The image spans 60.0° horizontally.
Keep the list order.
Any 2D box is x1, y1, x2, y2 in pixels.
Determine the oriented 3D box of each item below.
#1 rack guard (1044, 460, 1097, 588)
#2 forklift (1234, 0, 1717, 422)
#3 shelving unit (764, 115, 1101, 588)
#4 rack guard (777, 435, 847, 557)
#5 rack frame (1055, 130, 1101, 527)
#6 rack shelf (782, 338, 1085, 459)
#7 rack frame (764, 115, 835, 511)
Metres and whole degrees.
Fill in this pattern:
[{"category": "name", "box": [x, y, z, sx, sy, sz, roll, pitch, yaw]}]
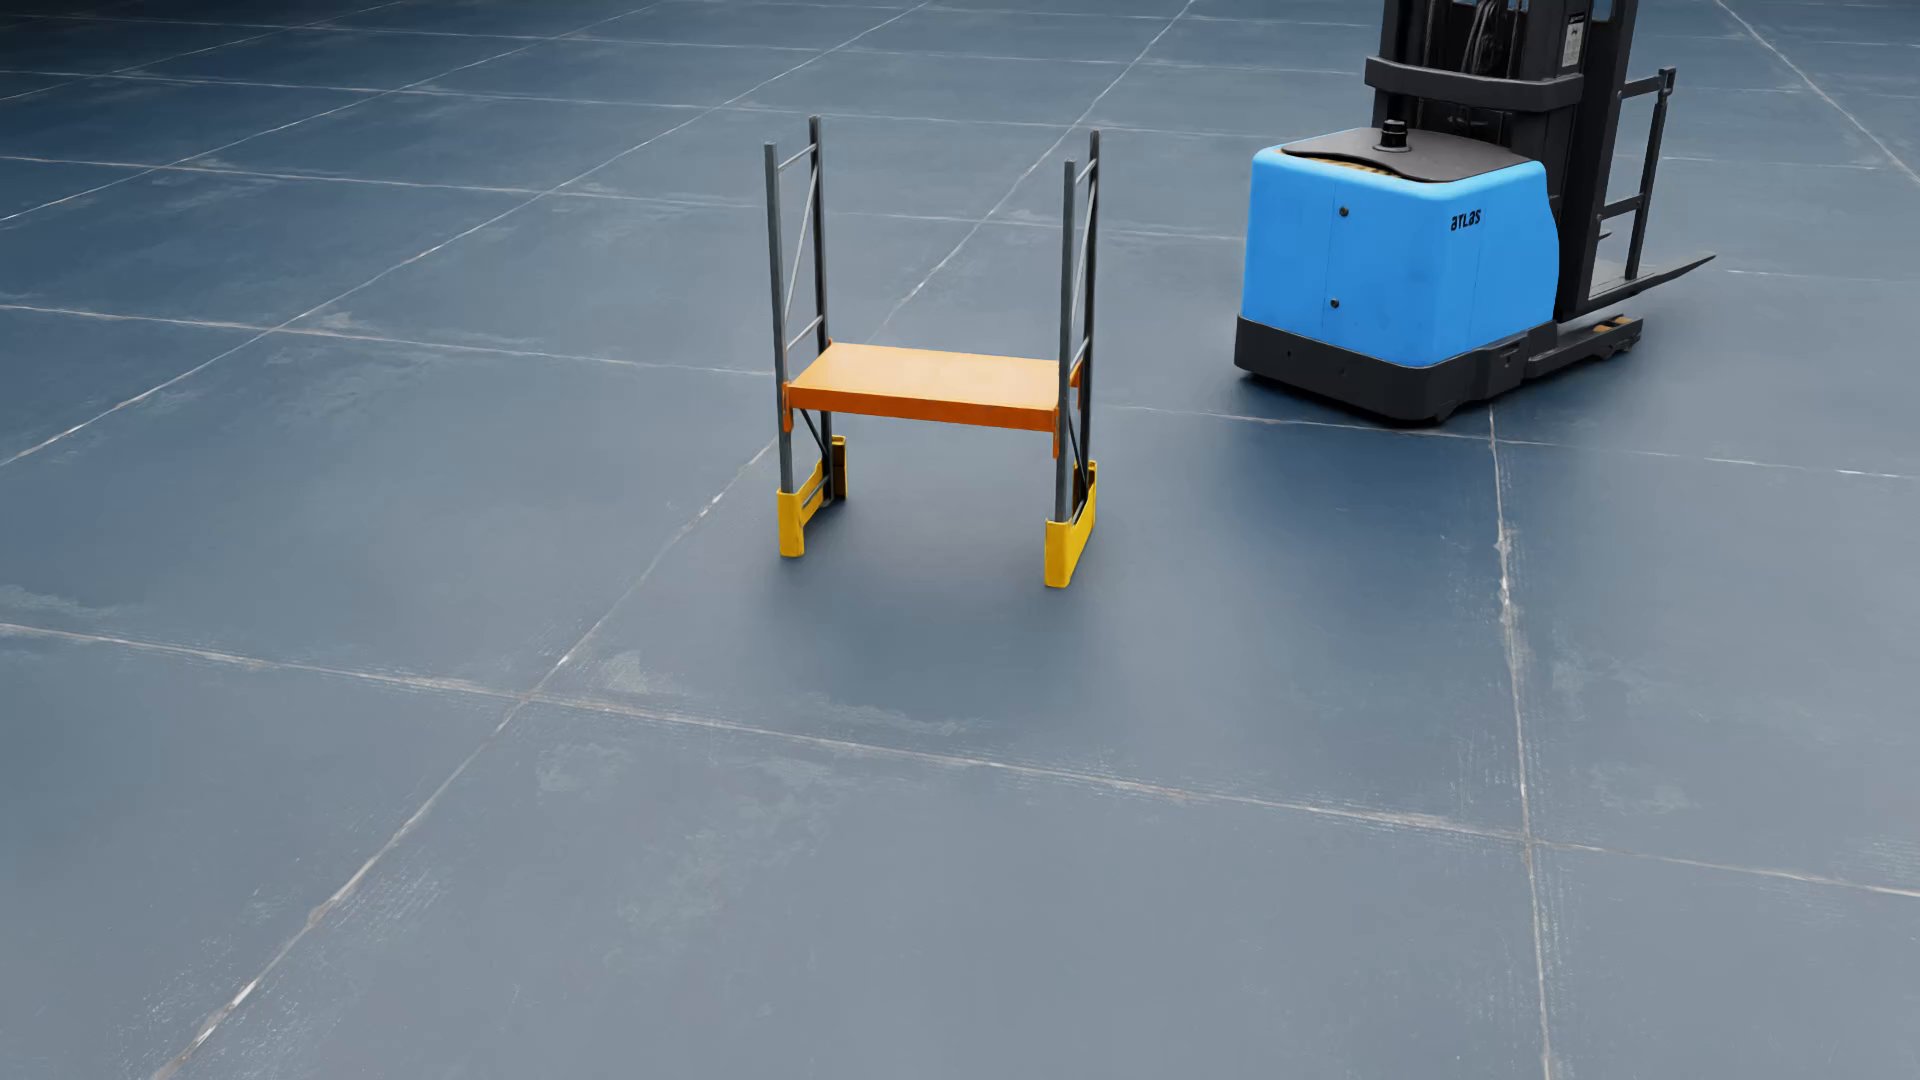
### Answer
[{"category": "rack guard", "box": [0.408, -0.068, 6.101, 0.087, 0.250, 0.587, 6, 26, 13]}, {"category": "forklift", "box": [2.731, -2.351, 7.779, 3.031, 2.935, 1.130, -21, 32, -37]}, {"category": "shelving unit", "box": [-0.074, -0.685, 5.945, 1.083, 1.500, 0.587, 6, 26, 13]}, {"category": "rack guard", "box": [-0.556, -0.174, 6.325, 0.087, 0.250, 0.587, 6, 26, 13]}, {"category": "rack frame", "box": [0.410, -0.632, 5.832, 0.032, 1.500, 0.500, 6, 26, 13]}, {"category": "rack shelf", "box": [-0.083, -0.524, 6.024, 1.000, 0.185, 0.538, 6, 26, 13]}, {"category": "rack frame", "box": [-0.575, -0.741, 6.061, 0.032, 1.500, 0.500, 6, 26, 13]}]
